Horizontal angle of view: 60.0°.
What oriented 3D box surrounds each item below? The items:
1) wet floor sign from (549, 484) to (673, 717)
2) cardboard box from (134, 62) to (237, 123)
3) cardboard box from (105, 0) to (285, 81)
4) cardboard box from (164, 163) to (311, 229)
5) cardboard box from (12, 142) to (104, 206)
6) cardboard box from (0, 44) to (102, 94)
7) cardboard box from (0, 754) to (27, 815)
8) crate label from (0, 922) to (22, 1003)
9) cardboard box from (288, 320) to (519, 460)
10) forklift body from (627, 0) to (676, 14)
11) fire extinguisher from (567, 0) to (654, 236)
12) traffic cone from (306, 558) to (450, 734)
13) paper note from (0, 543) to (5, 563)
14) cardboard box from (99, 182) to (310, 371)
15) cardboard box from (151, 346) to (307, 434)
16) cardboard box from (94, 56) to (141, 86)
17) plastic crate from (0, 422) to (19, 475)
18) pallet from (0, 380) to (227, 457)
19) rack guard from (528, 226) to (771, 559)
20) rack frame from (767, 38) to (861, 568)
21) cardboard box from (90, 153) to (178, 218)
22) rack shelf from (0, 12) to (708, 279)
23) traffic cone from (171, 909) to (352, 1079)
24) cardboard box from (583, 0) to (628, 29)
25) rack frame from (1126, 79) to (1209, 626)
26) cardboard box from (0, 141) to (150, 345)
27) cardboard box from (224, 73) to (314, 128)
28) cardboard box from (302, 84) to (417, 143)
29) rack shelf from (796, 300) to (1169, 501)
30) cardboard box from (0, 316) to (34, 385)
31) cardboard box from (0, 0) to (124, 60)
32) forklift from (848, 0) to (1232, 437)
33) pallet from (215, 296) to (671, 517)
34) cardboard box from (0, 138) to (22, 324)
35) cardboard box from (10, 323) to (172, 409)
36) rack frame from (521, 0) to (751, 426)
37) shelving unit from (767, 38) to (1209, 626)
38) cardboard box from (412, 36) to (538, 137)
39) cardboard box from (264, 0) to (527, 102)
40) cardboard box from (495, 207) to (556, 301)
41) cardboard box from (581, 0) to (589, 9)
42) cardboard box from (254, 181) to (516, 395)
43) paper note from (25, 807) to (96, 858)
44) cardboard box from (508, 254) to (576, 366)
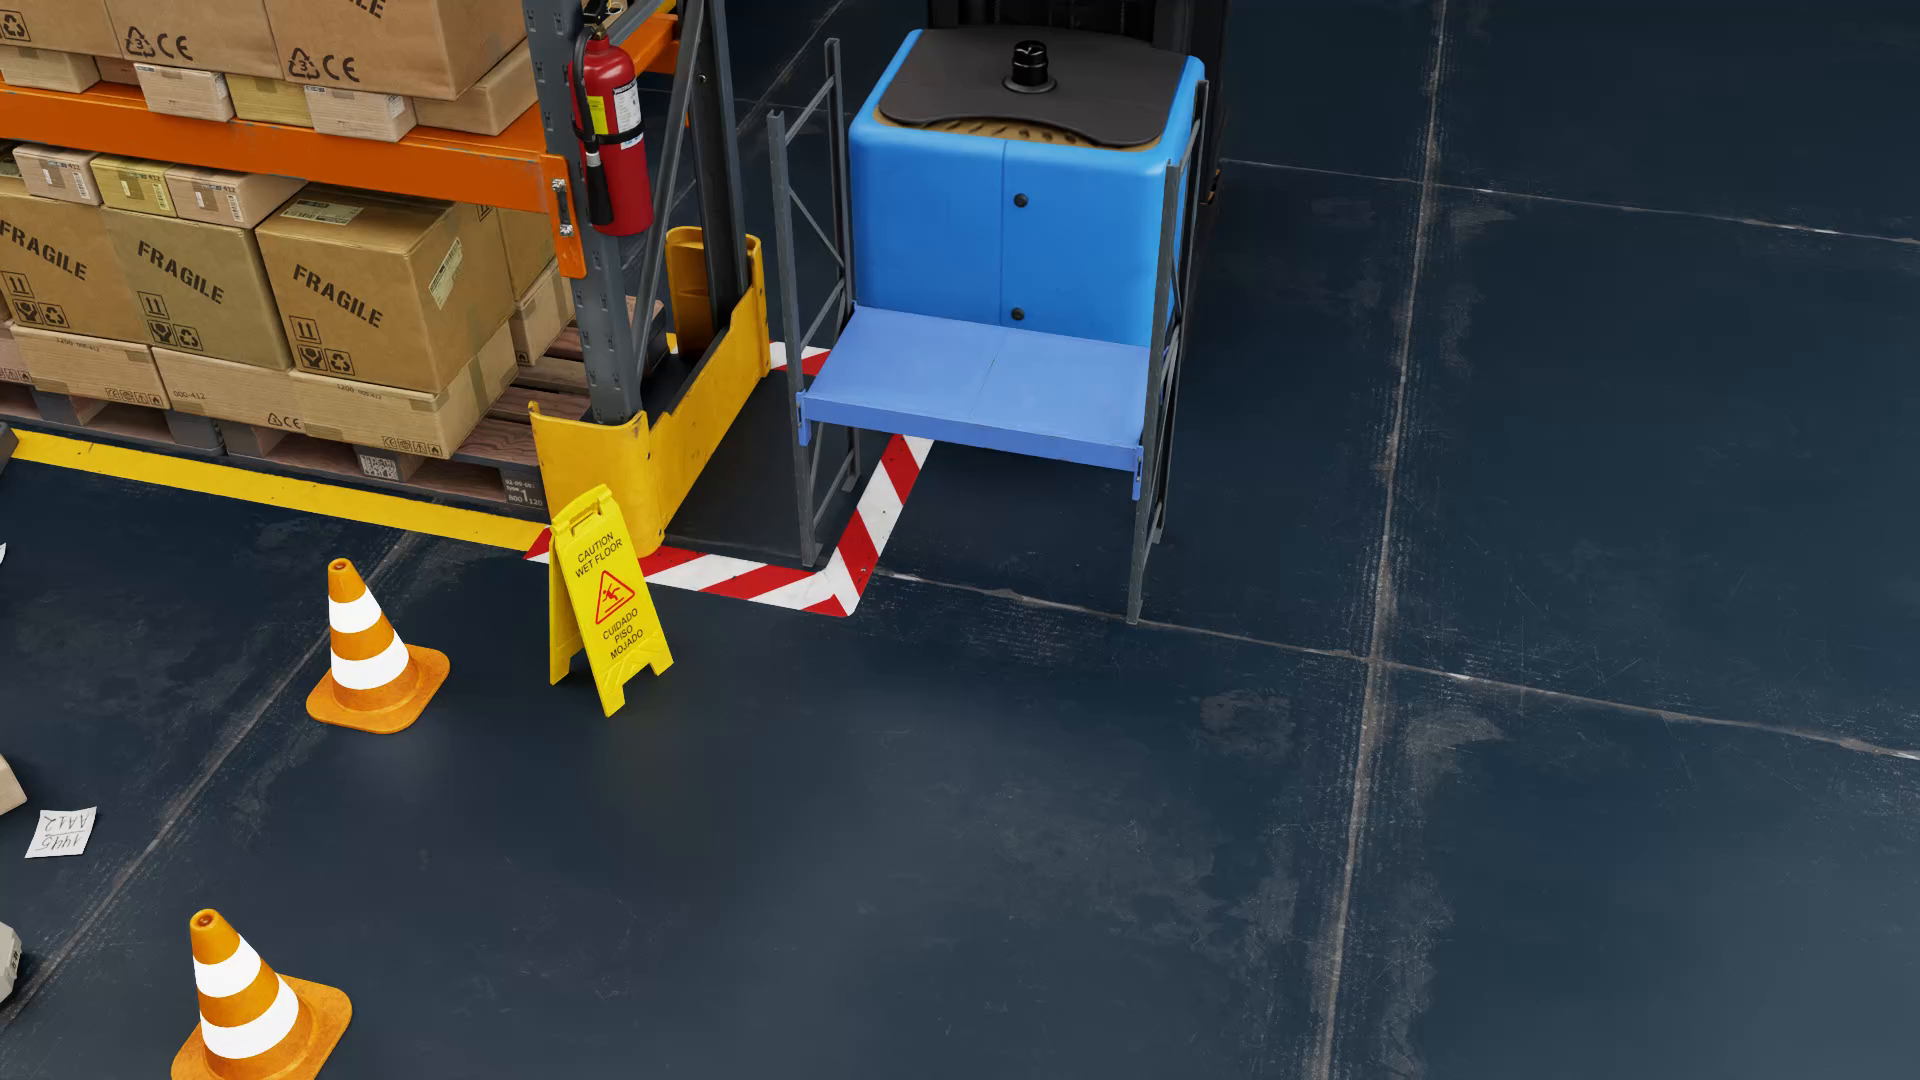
[{"bbox_3d":[-1.002,0.138,4.583,0.232,0.644,0.267,24,46,26],"label":"wet floor sign"},{"bbox_3d":[-2.098,-1.346,4.715,0.250,0.149,0.380,10,41,12],"label":"cardboard box"},{"bbox_3d":[-1.987,-1.617,4.534,0.500,0.500,0.500,10,41,12],"label":"cardboard box"},{"bbox_3d":[-2.123,-1.093,4.943,0.250,0.149,0.380,11,41,13],"label":"cardboard box"},{"bbox_3d":[-2.619,-1.182,5.049,0.250,0.149,0.380,11,41,13],"label":"cardboard box"},{"bbox_3d":[-2.580,-1.462,4.853,0.250,0.149,0.380,9,41,11],"label":"cardboard box"},{"bbox_3d":[-2.697,0.669,4.337,0.250,0.149,0.380,33,50,33],"label":"cardboard box"},{"bbox_3d":[-2.392,1.021,3.928,0.298,0.136,0.250,-10,41,-11],"label":"crate label"},{"bbox_3d":[-1.783,-0.539,5.370,0.500,0.250,0.500,10,41,11],"label":"cardboard box"},{"bbox_3d":[-1.933,-3.401,7.627,1.214,2.155,2.313,10,41,11],"label":"forklift body"},{"bbox_3d":[-0.918,-1.124,4.317,0.183,0.674,0.296,10,41,11],"label":"fire extinguisher"},{"bbox_3d":[-1.658,0.242,4.602,0.334,0.463,0.336,10,41,11],"label":"traffic cone"},{"bbox_3d":[-3.048,0.065,5.149,0.148,0.019,0.142,-3,40,-4],"label":"paper note"},{"bbox_3d":[-2.256,-0.910,5.230,0.500,0.500,0.500,11,41,13],"label":"cardboard box"},{"bbox_3d":[-2.258,-0.626,5.474,0.500,0.250,0.500,10,41,12],"label":"cardboard box"},{"bbox_3d":[-2.309,-1.476,4.870,0.250,0.149,0.380,10,41,12],"label":"cardboard box"},{"bbox_3d":[-3.469,-0.236,5.469,0.583,0.080,0.402,-3,40,-4],"label":"plastic crate"},{"bbox_3d":[-2.933,-0.765,5.997,1.213,0.211,1.003,10,41,11],"label":"pallet"},{"bbox_3d":[-0.983,-0.515,5.474,0.348,0.500,1.175,10,41,11],"label":"rack guard"},{"bbox_3d":[-0.409,-0.645,4.851,0.032,1.500,0.500,10,41,11],"label":"rack frame"},{"bbox_3d":[-2.365,-1.137,4.996,0.250,0.149,0.380,10,41,12],"label":"cardboard box"},{"bbox_3d":[-2.841,-1.516,5.283,4.000,0.370,1.077,10,41,11],"label":"rack shelf"},{"bbox_3d":[-1.617,0.988,3.714,0.334,0.463,0.336,10,41,11],"label":"traffic cone"},{"bbox_3d":[-1.184,-1.548,4.957,0.250,0.149,0.380,10,41,12],"label":"cardboard box"},{"bbox_3d":[0.573,-0.476,4.650,0.032,1.500,0.500,10,41,11],"label":"rack frame"},{"bbox_3d":[-2.741,-0.999,5.335,0.500,0.500,0.500,9,41,10],"label":"cardboard box"},{"bbox_3d":[-1.841,-1.322,4.687,0.250,0.149,0.380,9,41,11],"label":"cardboard box"},{"bbox_3d":[-1.599,-1.266,4.620,0.250,0.149,0.380,9,41,11],"label":"cardboard box"},{"bbox_3d":[0.082,-0.422,4.866,1.000,0.185,0.538,10,41,11],"label":"rack shelf"},{"bbox_3d":[-3.241,-0.798,5.679,0.500,0.250,0.500,9,41,11],"label":"cardboard box"},{"bbox_3d":[-2.470,-1.702,4.635,0.500,0.500,0.500,10,41,11],"label":"cardboard box"},{"bbox_3d":[0.477,-2.415,5.846,1.130,2.935,3.031,9,41,10],"label":"forklift"},{"bbox_3d":[-1.758,-0.561,5.754,1.213,0.211,1.003,10,41,11],"label":"pallet"},{"bbox_3d":[-3.253,-1.085,5.438,0.500,0.500,0.500,12,41,14],"label":"cardboard box"},{"bbox_3d":[-2.765,-0.709,5.573,0.500,0.250,0.500,8,41,10],"label":"cardboard box"},{"bbox_3d":[-0.909,-1.459,4.655,0.127,3.000,1.000,10,41,11],"label":"rack frame"},{"bbox_3d":[0.082,-0.560,4.751,1.048,1.500,0.538,10,41,11],"label":"shelving unit"},{"bbox_3d":[-1.326,-1.292,4.652,0.250,0.149,0.380,11,41,13],"label":"cardboard box"},{"bbox_3d":[-1.505,-1.531,4.431,0.500,0.500,0.500,9,41,11],"label":"cardboard box"},{"bbox_3d":[-1.640,-1.164,5.532,0.500,0.500,0.500,8,41,10],"label":"cardboard box"},{"bbox_3d":[-1.295,-1.863,4.826,0.500,0.500,0.500,9,41,11],"label":"cardboard box"},{"bbox_3d":[-1.751,-0.826,5.129,0.500,0.500,0.500,10,41,12],"label":"cardboard box"},{"bbox_3d":[-2.337,0.757,4.325,0.142,0.019,0.148,-3,40,-4],"label":"paper note"},{"bbox_3d":[-1.617,-0.873,5.769,0.500,0.250,0.500,9,41,11],"label":"cardboard box"}]
